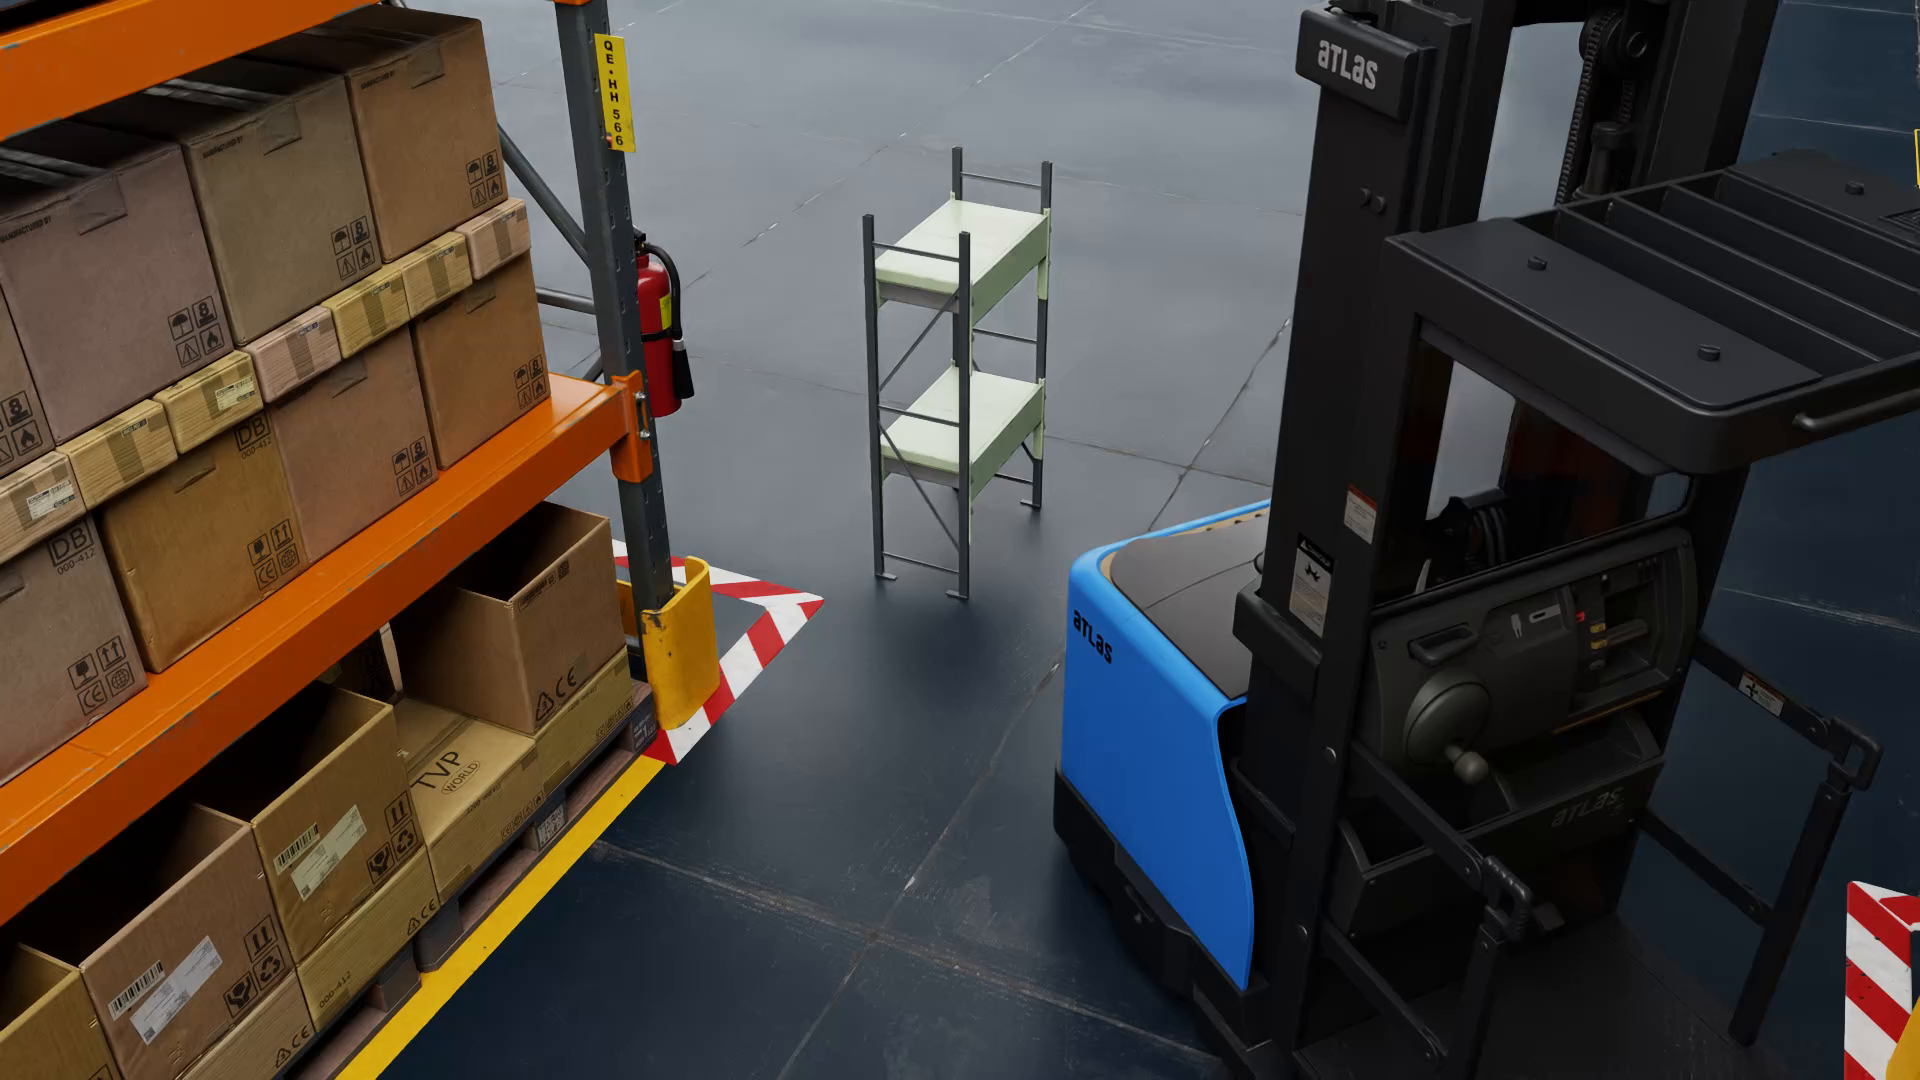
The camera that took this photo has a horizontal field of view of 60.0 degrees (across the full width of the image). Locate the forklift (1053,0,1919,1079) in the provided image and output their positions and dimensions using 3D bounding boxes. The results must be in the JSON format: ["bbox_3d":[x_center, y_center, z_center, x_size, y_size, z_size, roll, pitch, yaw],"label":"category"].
[{"bbox_3d":[1.402,0.319,3.590,1.130,2.935,3.031,-15,36,-22],"label":"forklift"}]

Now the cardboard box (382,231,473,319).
[{"bbox_3d":[-1.546,-0.741,4.462,0.380,0.149,0.250,15,36,22],"label":"cardboard box"}]

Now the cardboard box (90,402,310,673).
[{"bbox_3d":[-2.086,-0.096,4.070,0.700,0.500,0.500,14,36,21],"label":"cardboard box"}]

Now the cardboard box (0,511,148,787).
[{"bbox_3d":[-2.303,0.167,3.669,0.700,0.500,0.500,15,36,22],"label":"cardboard box"}]

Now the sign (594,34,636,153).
[{"bbox_3d":[-0.964,-1.244,4.640,0.100,0.325,0.005,14,36,20],"label":"sign"}]

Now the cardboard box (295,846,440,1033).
[{"bbox_3d":[-1.813,1.018,4.587,0.500,0.250,0.500,14,36,20],"label":"cardboard box"}]

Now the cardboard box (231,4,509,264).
[{"bbox_3d":[-1.680,-1.121,4.450,0.700,0.500,0.500,14,36,21],"label":"cardboard box"}]

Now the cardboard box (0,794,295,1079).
[{"bbox_3d":[-2.020,0.954,4.001,0.500,0.500,0.500,14,36,20],"label":"cardboard box"}]

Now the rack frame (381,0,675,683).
[{"bbox_3d":[-1.451,-0.793,5.223,1.000,3.000,0.127,14,36,20],"label":"rack frame"}]

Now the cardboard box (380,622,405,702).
[{"bbox_3d":[-1.877,0.398,5.532,0.500,0.250,0.500,14,36,20],"label":"cardboard box"}]

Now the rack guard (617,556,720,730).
[{"bbox_3d":[-1.441,0.241,5.927,1.175,0.500,0.348,14,36,20],"label":"rack guard"}]

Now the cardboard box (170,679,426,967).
[{"bbox_3d":[-1.810,0.705,4.380,0.500,0.500,0.500,14,36,20],"label":"cardboard box"}]

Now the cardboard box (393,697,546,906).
[{"bbox_3d":[-1.605,0.768,4.967,0.500,0.250,0.500,14,36,20],"label":"cardboard box"}]

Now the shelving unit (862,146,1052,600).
[{"bbox_3d":[0.003,-0.631,6.344,0.431,1.500,0.755,14,36,20],"label":"shelving unit"}]

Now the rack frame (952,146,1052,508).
[{"bbox_3d":[0.156,-0.813,6.622,0.400,1.500,0.023,14,36,20],"label":"rack frame"}]

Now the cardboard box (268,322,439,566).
[{"bbox_3d":[-1.873,-0.342,4.445,0.700,0.500,0.500,15,36,22],"label":"cardboard box"}]

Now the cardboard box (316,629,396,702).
[{"bbox_3d":[-2.085,0.334,4.946,0.500,0.500,0.500,14,36,20],"label":"cardboard box"}]

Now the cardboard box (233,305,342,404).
[{"bbox_3d":[-1.760,-0.489,4.077,0.380,0.149,0.250,15,36,21],"label":"cardboard box"}]

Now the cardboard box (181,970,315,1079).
[{"bbox_3d":[-2.024,1.266,4.208,0.500,0.250,0.500,14,36,20],"label":"cardboard box"}]

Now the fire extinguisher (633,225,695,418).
[{"bbox_3d":[-0.980,-0.712,5.172,0.296,0.674,0.183,14,36,20],"label":"fire extinguisher"}]

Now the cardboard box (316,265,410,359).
[{"bbox_3d":[-1.653,-0.614,4.267,0.380,0.149,0.250,14,36,20],"label":"cardboard box"}]

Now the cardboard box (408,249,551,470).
[{"bbox_3d":[-1.658,-0.605,4.846,0.700,0.500,0.500,14,36,20],"label":"cardboard box"}]

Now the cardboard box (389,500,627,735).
[{"bbox_3d":[-1.405,0.203,5.145,0.500,0.500,0.500,14,36,20],"label":"cardboard box"}]

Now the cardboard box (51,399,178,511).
[{"bbox_3d":[-1.978,-0.226,3.677,0.380,0.149,0.250,15,36,22],"label":"cardboard box"}]

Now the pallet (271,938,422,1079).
[{"bbox_3d":[-2.245,1.369,4.469,1.003,0.211,1.213,14,36,20],"label":"pallet"}]

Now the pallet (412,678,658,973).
[{"bbox_3d":[-1.733,0.764,5.392,1.003,0.211,1.213,14,36,20],"label":"pallet"}]

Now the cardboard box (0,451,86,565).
[{"bbox_3d":[-2.085,-0.099,3.482,0.380,0.149,0.250,14,36,20],"label":"cardboard box"}]

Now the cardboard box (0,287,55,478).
[{"bbox_3d":[-2.315,-0.357,3.285,0.700,0.500,0.500,14,36,21],"label":"cardboard box"}]

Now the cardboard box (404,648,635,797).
[{"bbox_3d":[-1.407,0.517,5.351,0.500,0.250,0.500,14,36,20],"label":"cardboard box"}]

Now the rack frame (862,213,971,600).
[{"bbox_3d":[-0.150,-0.448,6.066,0.400,1.500,0.023,14,36,20],"label":"rack frame"}]

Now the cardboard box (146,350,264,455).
[{"bbox_3d":[-1.870,-0.358,3.878,0.380,0.149,0.250,15,36,22],"label":"cardboard box"}]

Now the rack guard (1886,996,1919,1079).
[{"bbox_3d":[3.018,1.425,4.121,1.175,0.500,0.348,14,36,20],"label":"rack guard"}]

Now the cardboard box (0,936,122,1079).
[{"bbox_3d":[-2.228,1.203,3.620,0.500,0.500,0.500,14,36,20],"label":"cardboard box"}]

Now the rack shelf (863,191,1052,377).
[{"bbox_3d":[0.003,-0.957,6.130,0.431,0.370,0.720,14,36,20],"label":"rack shelf"}]

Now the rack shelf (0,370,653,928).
[{"bbox_3d":[-2.288,0.504,3.901,1.077,0.370,4.000,14,36,20],"label":"rack shelf"}]

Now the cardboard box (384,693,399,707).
[{"bbox_3d":[-2.083,0.648,5.151,0.500,0.250,0.500,14,36,20],"label":"cardboard box"}]

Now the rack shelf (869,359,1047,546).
[{"bbox_3d":[0.003,-0.358,6.523,0.431,0.370,0.720,14,36,20],"label":"rack shelf"}]

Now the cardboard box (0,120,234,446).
[{"bbox_3d":[-2.105,-0.607,3.665,0.700,0.500,0.500,14,36,21],"label":"cardboard box"}]

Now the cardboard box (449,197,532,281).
[{"bbox_3d":[-1.438,-0.872,4.661,0.380,0.149,0.250,14,36,20],"label":"cardboard box"}]

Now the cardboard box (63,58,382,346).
[{"bbox_3d":[-1.895,-0.858,4.048,0.700,0.500,0.500,13,36,19],"label":"cardboard box"}]
